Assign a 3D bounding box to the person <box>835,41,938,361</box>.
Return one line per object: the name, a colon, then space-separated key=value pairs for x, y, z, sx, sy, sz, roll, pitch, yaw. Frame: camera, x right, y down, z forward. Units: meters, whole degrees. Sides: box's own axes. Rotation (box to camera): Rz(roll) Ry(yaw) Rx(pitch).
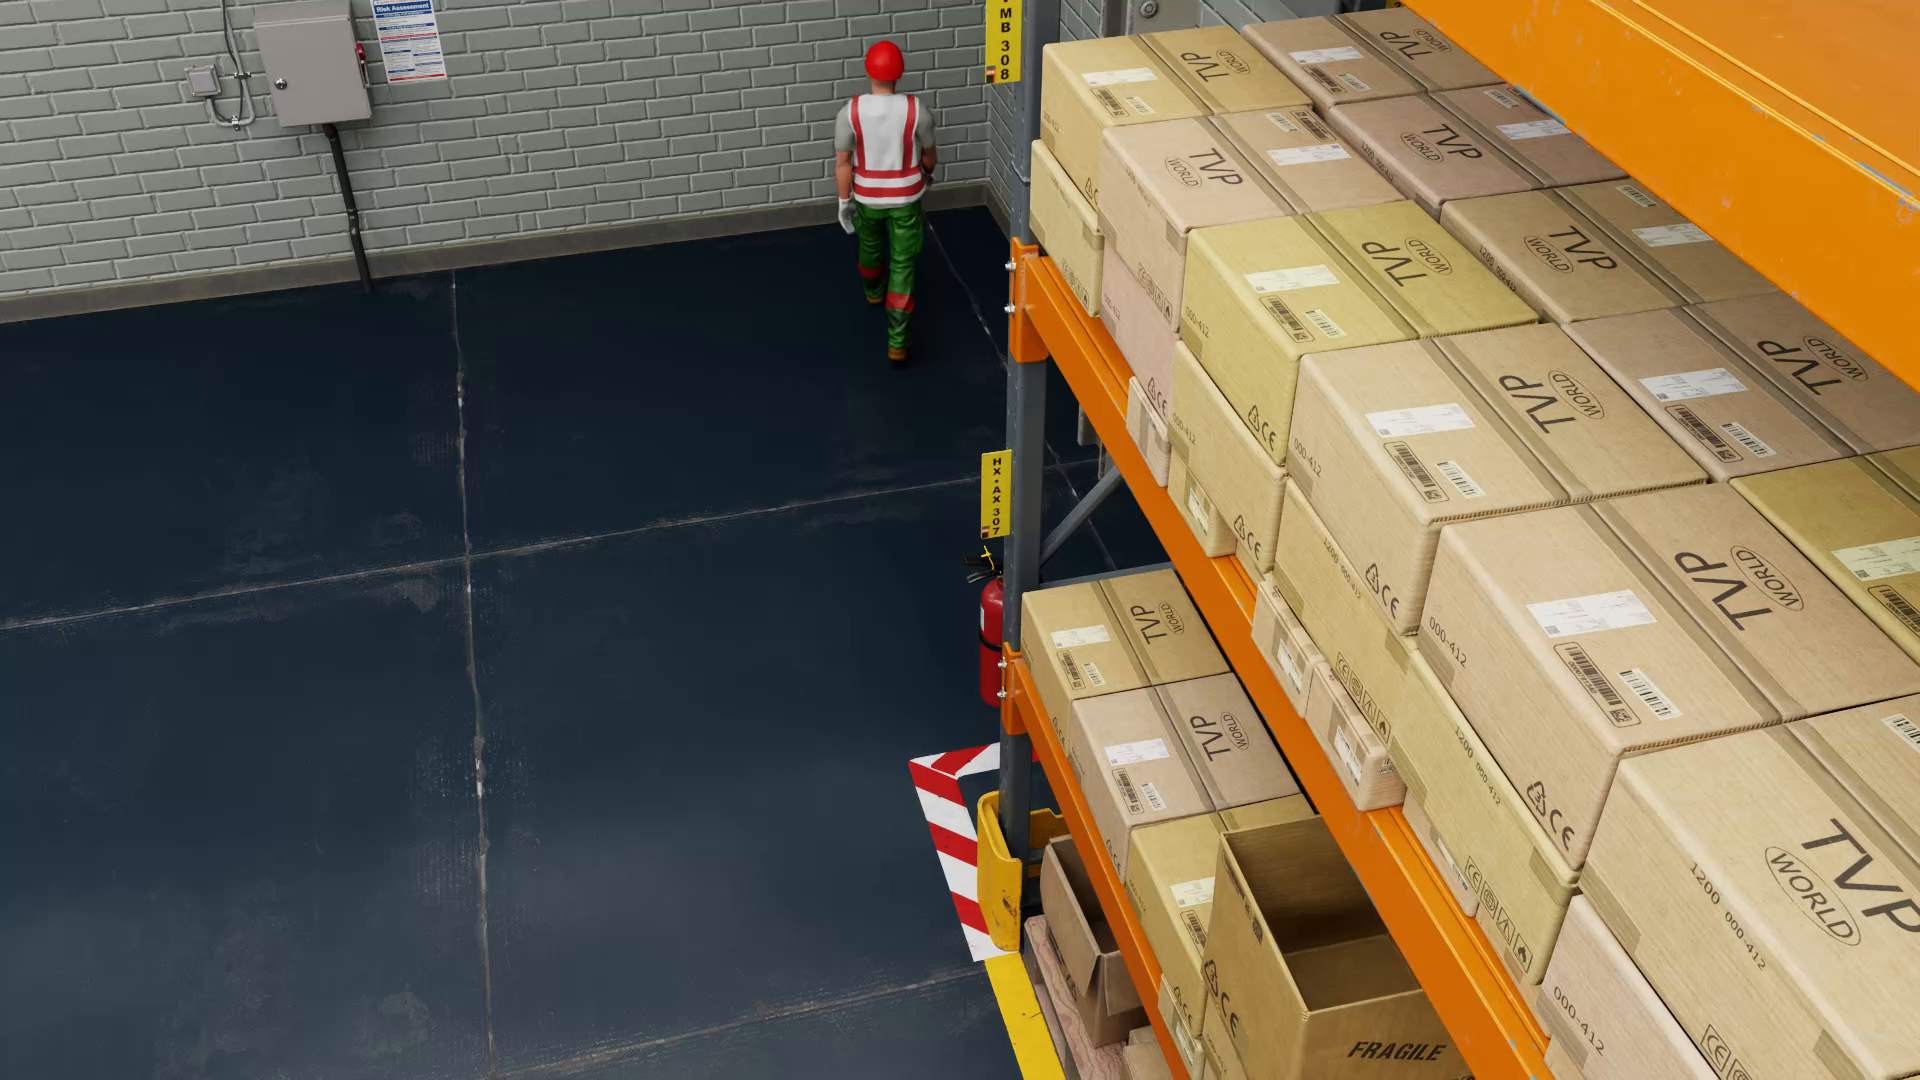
person: x=-0.389 y=-1.965 z=9.231 sx=0.538 sy=1.746 sz=0.978 roll=3 pitch=38 yaw=4
